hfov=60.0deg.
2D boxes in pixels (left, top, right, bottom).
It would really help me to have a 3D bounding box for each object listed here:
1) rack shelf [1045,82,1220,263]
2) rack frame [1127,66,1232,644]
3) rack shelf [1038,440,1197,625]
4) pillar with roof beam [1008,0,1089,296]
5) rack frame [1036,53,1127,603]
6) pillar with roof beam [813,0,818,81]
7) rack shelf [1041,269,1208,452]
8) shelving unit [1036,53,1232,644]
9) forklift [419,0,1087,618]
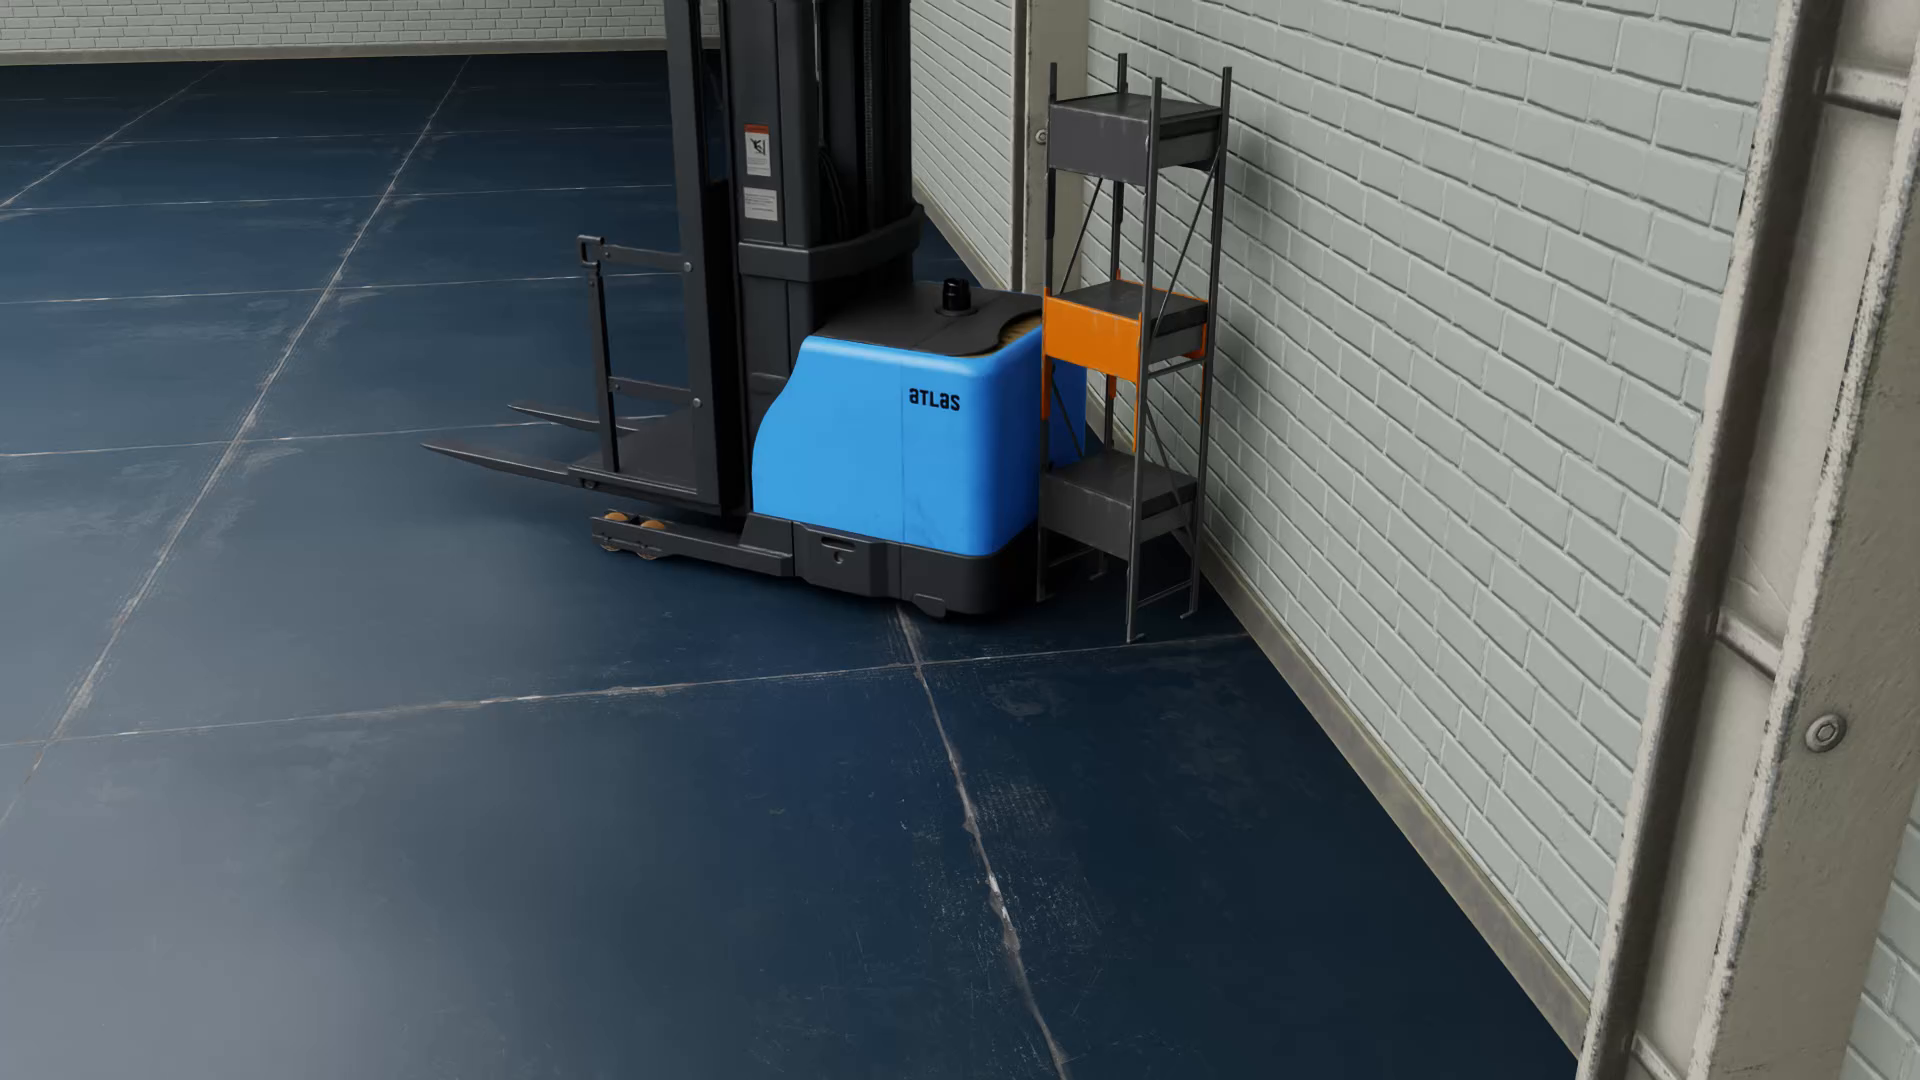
[{"bbox_3d":[0.624,-1.323,5.942,0.431,0.518,0.480,-20,31,-38],"label":"rack shelf"},{"bbox_3d":[0.789,-0.622,6.051,0.400,2.100,0.015,-20,31,-38],"label":"rack frame"},{"bbox_3d":[0.624,-0.040,6.502,0.431,0.518,0.480,-20,31,-38],"label":"rack shelf"},{"bbox_3d":[-3.780,-4.610,6.563,9.100,9.000,0.400,-4,24,-10],"label":"pillar with roof beam"},{"bbox_3d":[0.460,-0.766,6.381,0.400,2.100,0.015,-20,31,-38],"label":"rack frame"},{"bbox_3d":[-5.999,-9.330,17.370,9.100,9.000,0.400,-4,24,-10],"label":"pillar with roof beam"},{"bbox_3d":[0.624,-0.682,6.222,0.431,0.518,0.480,-20,31,-38],"label":"rack shelf"},{"bbox_3d":[0.624,-0.694,6.216,0.431,2.100,0.503,-20,31,-38],"label":"shelving unit"},{"bbox_3d":[-1.011,-1.434,6.871,3.031,2.935,1.130,11,26,24],"label":"forklift"}]
